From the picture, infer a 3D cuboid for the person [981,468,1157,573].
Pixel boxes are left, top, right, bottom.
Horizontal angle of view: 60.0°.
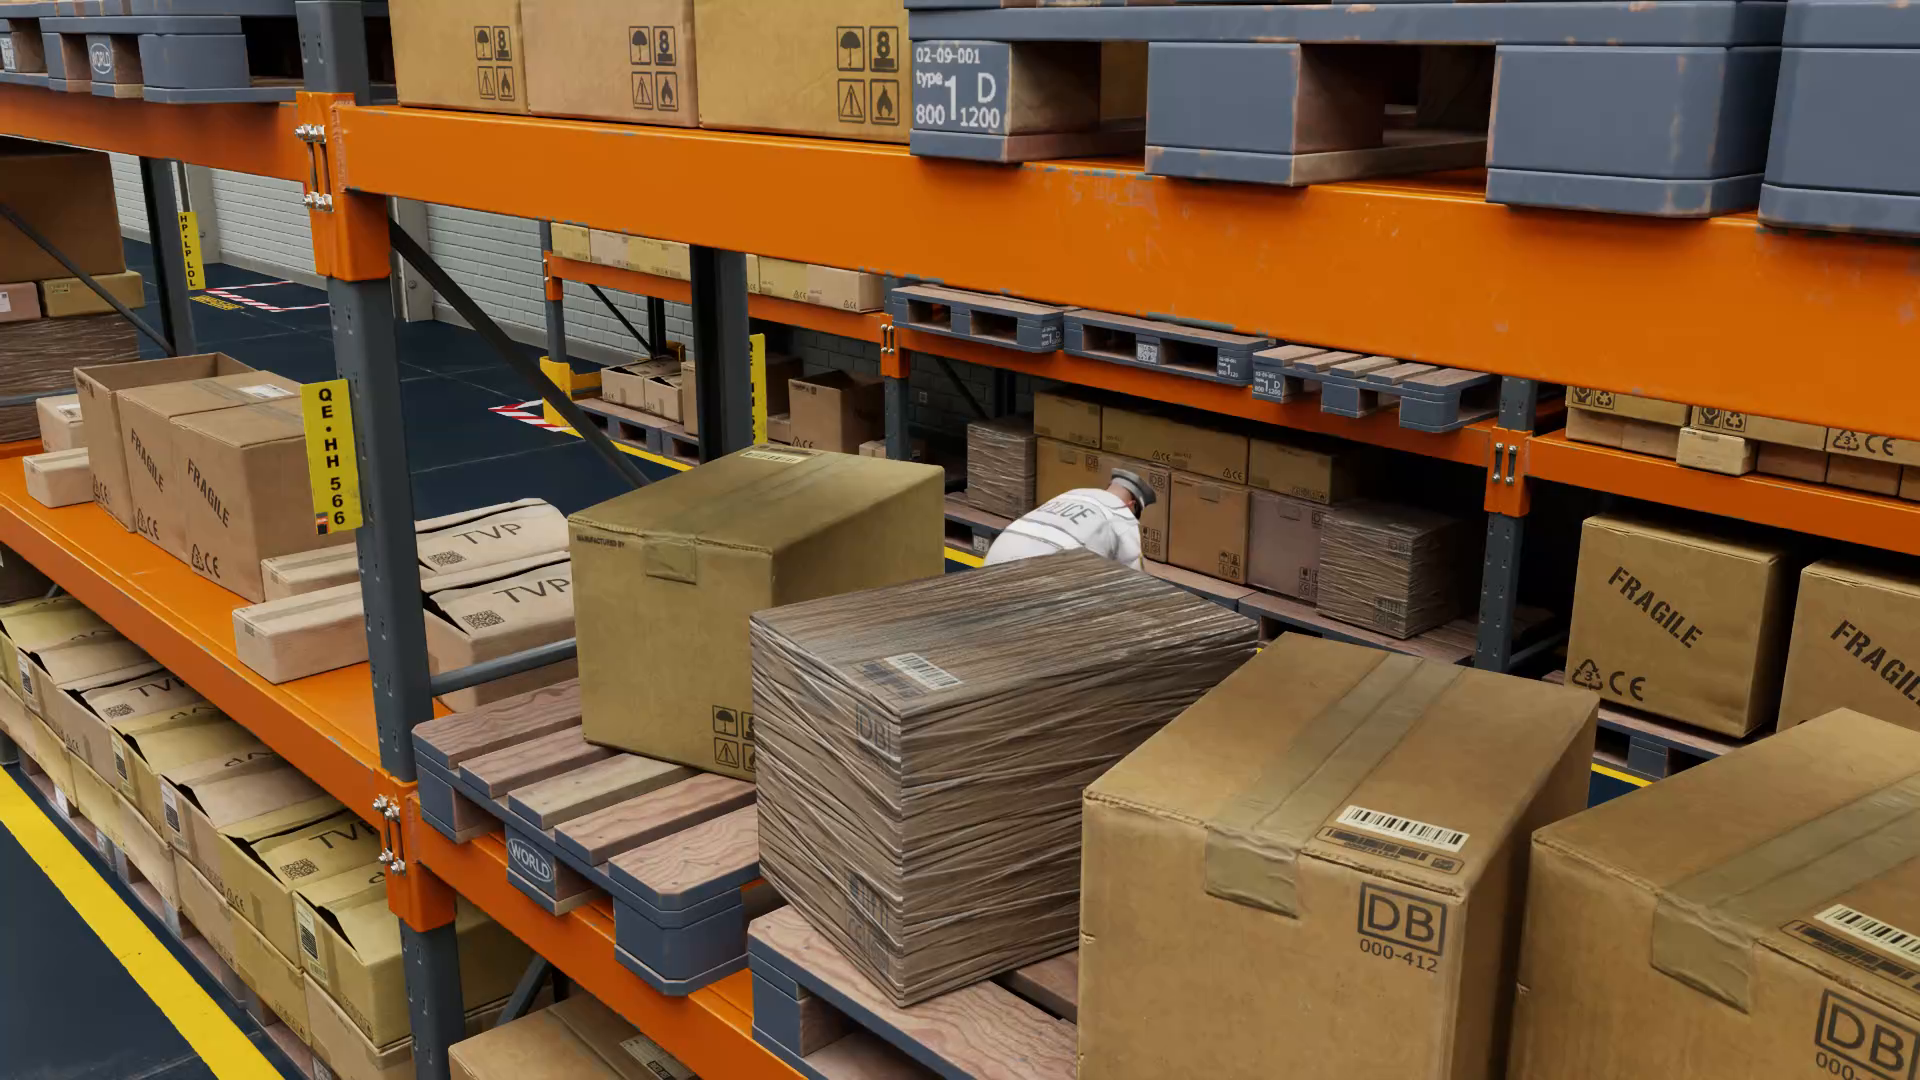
[{"bbox_3d":[0.520,0.243,7.492,0.544,1.023,1.015,16,23,42],"label":"person"}]
